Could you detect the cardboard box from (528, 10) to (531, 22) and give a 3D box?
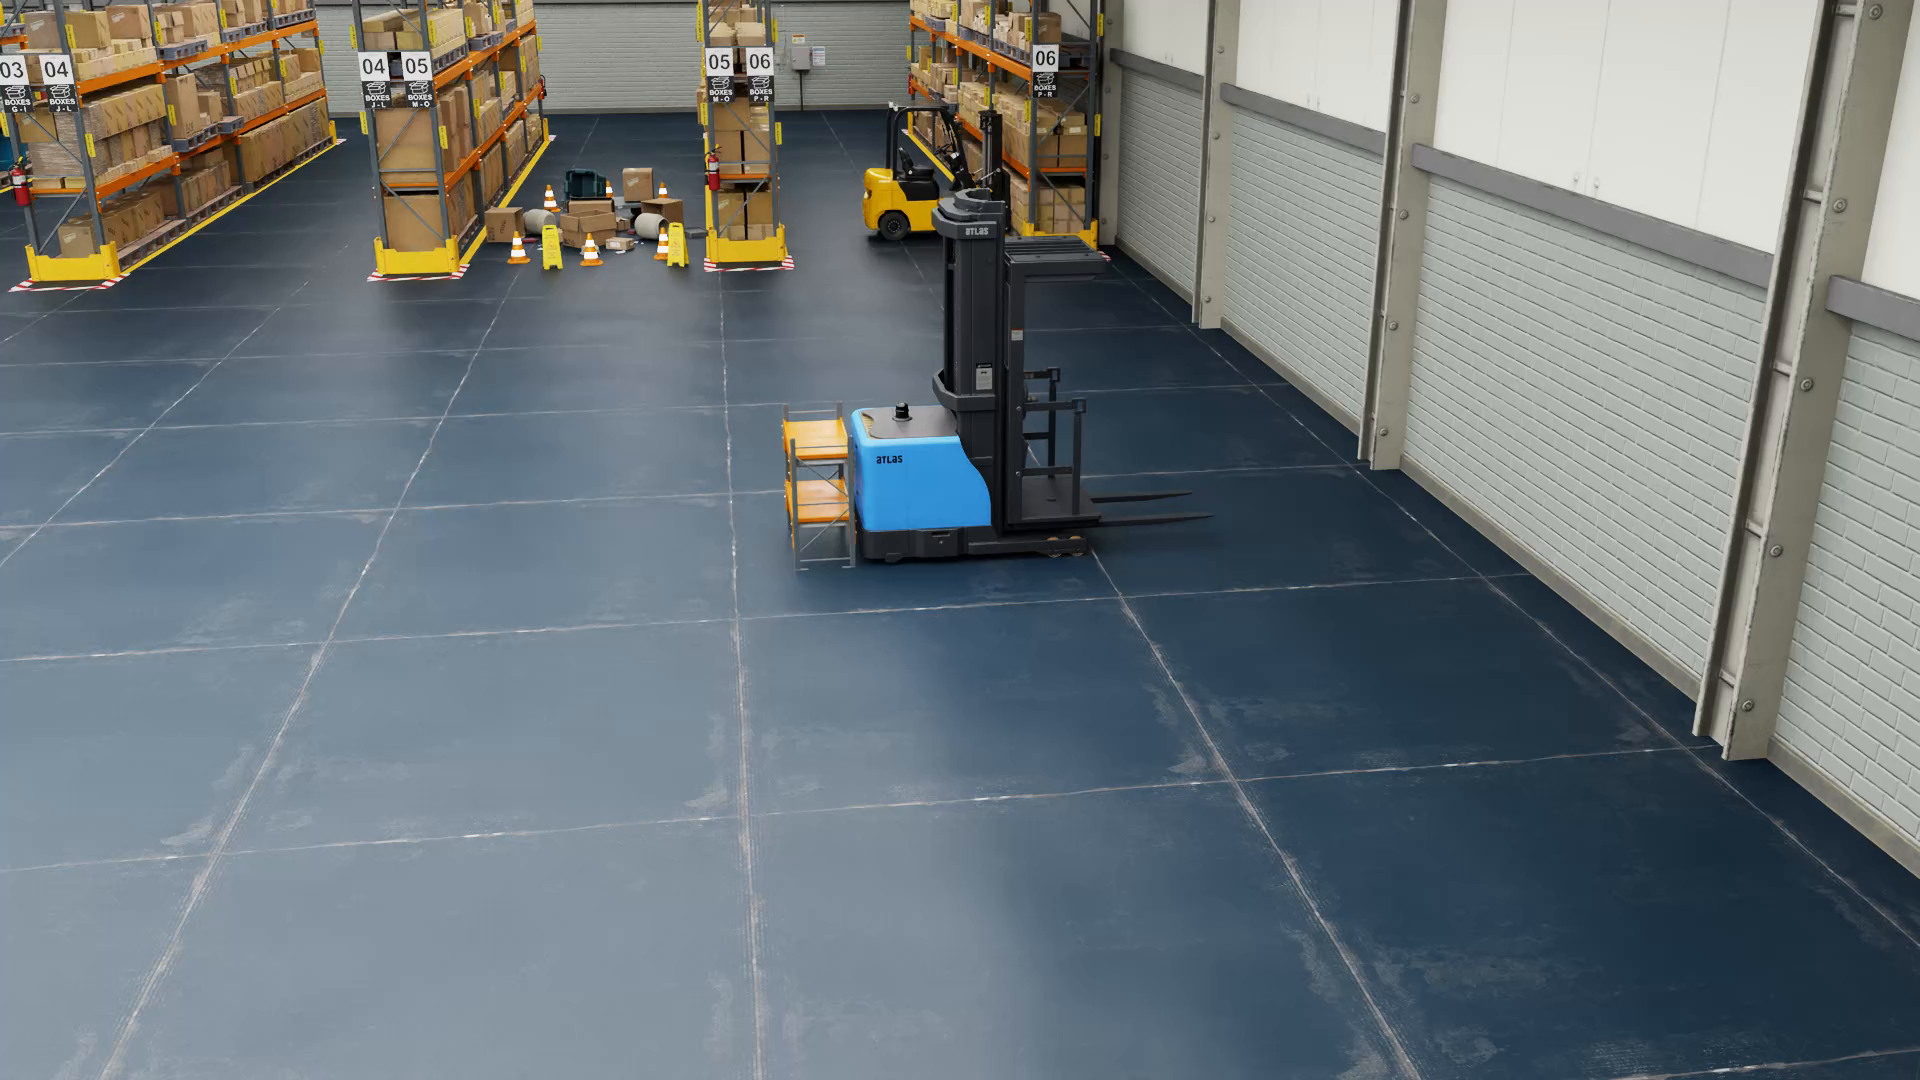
[{"bbox_3d":[-10.040,-11.874,37.721,0.500,0.250,0.500,-2,21,-5],"label":"cardboard box"}]

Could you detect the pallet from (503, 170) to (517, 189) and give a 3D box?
[{"bbox_3d":[-9.464,-7.226,33.336,1.003,0.211,1.213,-3,21,-8],"label":"pallet"}]

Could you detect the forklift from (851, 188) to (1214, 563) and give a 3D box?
[{"bbox_3d":[0.622,-1.407,13.869,3.031,2.935,1.130,-3,21,-8],"label":"forklift"}]

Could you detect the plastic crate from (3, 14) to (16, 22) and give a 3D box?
[{"bbox_3d":[-20.316,-11.133,35.694,0.437,0.282,0.530,-3,21,-8],"label":"plastic crate"}]

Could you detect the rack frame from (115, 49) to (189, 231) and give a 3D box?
[{"bbox_3d":[-13.699,-6.662,27.839,1.000,3.000,0.127,-3,21,-8],"label":"rack frame"}]

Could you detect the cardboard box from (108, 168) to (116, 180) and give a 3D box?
[{"bbox_3d":[-13.023,-5.530,25.168,0.380,0.149,0.250,-3,21,-8],"label":"cardboard box"}]

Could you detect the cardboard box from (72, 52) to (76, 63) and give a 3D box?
[{"bbox_3d":[-12.933,-6.905,23.849,0.380,0.149,0.250,-3,21,-8],"label":"cardboard box"}]

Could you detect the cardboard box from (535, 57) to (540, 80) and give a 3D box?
[{"bbox_3d":[-10.187,-11.075,39.088,0.500,0.500,0.500,-2,21,-7],"label":"cardboard box"}]

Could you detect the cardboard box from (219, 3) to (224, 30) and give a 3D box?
[{"bbox_3d":[-14.435,-9.904,31.486,0.797,0.503,0.637,-2,21,-5],"label":"cardboard box"}]

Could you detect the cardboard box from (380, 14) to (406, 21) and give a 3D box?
[{"bbox_3d":[-8.841,-8.111,25.910,0.380,0.149,0.250,-3,21,-8],"label":"cardboard box"}]

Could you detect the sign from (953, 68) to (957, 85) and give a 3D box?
[{"bbox_3d":[-0.094,-9.273,33.288,0.100,0.325,0.005,-3,21,-8],"label":"sign"}]

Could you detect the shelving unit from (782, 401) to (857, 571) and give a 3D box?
[{"bbox_3d":[-1.184,-0.467,13.933,0.538,1.125,1.048,-3,21,-8],"label":"shelving unit"}]

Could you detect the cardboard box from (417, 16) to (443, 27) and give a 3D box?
[{"bbox_3d":[-8.079,-7.880,25.291,0.380,0.149,0.250,-3,21,-9],"label":"cardboard box"}]

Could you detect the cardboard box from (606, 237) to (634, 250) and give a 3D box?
[{"bbox_3d":[-5.504,-4.793,26.910,0.380,0.149,0.250,8,22,20],"label":"cardboard box"}]

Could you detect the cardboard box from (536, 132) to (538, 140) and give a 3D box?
[{"bbox_3d":[-9.987,-9.371,38.568,0.380,0.149,0.250,-4,21,-10],"label":"cardboard box"}]

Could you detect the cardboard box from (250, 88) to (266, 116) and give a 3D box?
[{"bbox_3d":[-14.301,-8.804,33.433,0.500,0.500,0.500,-3,21,-8],"label":"cardboard box"}]

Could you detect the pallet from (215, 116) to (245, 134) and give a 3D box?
[{"bbox_3d":[-14.068,-7.715,30.934,1.213,0.211,1.003,-3,21,-8],"label":"pallet"}]

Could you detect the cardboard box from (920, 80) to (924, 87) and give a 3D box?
[{"bbox_3d":[-0.741,-10.784,39.235,0.380,0.149,0.250,-2,21,-7],"label":"cardboard box"}]

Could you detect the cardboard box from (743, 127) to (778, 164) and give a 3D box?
[{"bbox_3d":[-3.110,-6.141,25.876,0.500,0.500,0.500,-3,21,-9],"label":"cardboard box"}]

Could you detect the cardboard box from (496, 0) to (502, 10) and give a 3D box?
[{"bbox_3d":[-9.984,-11.159,34.849,0.700,0.500,0.500,-3,21,-8],"label":"cardboard box"}]

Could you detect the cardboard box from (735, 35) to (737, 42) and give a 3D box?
[{"bbox_3d":[-3.430,-8.144,27.311,0.500,0.250,0.500,-3,21,-9],"label":"cardboard box"}]

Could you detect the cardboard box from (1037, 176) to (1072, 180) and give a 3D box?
[{"bbox_3d":[1.576,-5.928,27.774,0.500,0.250,0.500,-3,21,-8],"label":"cardboard box"}]

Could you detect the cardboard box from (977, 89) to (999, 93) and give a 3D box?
[{"bbox_3d":[0.526,-8.492,31.670,0.380,0.149,0.250,-3,21,-8],"label":"cardboard box"}]

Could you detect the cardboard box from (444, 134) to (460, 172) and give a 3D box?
[{"bbox_3d":[-8.355,-6.078,26.062,0.875,0.550,0.550,-3,21,-8],"label":"cardboard box"}]

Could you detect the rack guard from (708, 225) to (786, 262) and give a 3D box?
[{"bbox_3d":[-3.327,-4.632,25.977,1.175,0.500,0.348,-3,21,-8],"label":"rack guard"}]

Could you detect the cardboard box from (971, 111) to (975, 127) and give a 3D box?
[{"bbox_3d":[0.486,-8.030,31.716,0.500,0.250,0.500,-2,21,-6],"label":"cardboard box"}]

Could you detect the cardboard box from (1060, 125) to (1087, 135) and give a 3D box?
[{"bbox_3d":[1.803,-6.509,26.361,0.380,0.149,0.250,-3,21,-9],"label":"cardboard box"}]

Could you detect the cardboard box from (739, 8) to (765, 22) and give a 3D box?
[{"bbox_3d":[-3.662,-9.322,29.574,0.500,0.250,0.500,-3,21,-9],"label":"cardboard box"}]

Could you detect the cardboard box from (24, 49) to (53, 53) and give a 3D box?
[{"bbox_3d":[-13.600,-7.150,24.503,0.380,0.149,0.250,-3,21,-7],"label":"cardboard box"}]

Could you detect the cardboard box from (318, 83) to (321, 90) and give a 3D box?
[{"bbox_3d":[-15.013,-10.502,38.481,0.380,0.149,0.250,-3,21,-7],"label":"cardboard box"}]

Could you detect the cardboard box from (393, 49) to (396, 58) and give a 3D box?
[{"bbox_3d":[-8.656,-7.297,24.869,0.380,0.149,0.250,-3,21,-7],"label":"cardboard box"}]

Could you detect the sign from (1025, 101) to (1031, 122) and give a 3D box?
[{"bbox_3d":[1.056,-6.659,25.839,0.100,0.325,0.005,-3,21,-8],"label":"sign"}]

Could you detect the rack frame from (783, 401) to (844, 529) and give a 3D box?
[{"bbox_3d":[-1.262,-0.643,14.404,0.500,1.125,0.032,-3,21,-8],"label":"rack frame"}]

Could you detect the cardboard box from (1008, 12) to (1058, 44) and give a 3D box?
[{"bbox_3d":[1.195,-8.430,27.397,0.797,0.503,0.637,-2,21,-6],"label":"cardboard box"}]

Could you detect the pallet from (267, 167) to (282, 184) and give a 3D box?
[{"bbox_3d":[-14.487,-7.438,33.904,1.003,0.211,1.213,-3,21,-8],"label":"pallet"}]

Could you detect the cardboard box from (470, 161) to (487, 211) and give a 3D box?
[{"bbox_3d":[-8.955,-6.230,29.299,1.050,0.750,0.750,-3,21,-8],"label":"cardboard box"}]

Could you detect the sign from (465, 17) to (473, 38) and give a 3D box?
[{"bbox_3d":[-8.227,-8.590,27.862,0.100,0.325,0.005,-3,21,-8],"label":"sign"}]

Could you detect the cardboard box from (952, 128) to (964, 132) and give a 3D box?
[{"bbox_3d":[0.026,-8.652,35.214,0.380,0.149,0.250,-3,21,-9],"label":"cardboard box"}]

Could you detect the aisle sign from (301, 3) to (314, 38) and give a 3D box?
[{"bbox_3d":[-15.142,-12.074,38.616,0.394,0.787,0.004,-3,21,-8],"label":"aisle sign"}]

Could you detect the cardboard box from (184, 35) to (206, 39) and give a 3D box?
[{"bbox_3d":[-13.810,-8.884,29.717,0.500,0.250,0.500,-2,21,-6],"label":"cardboard box"}]

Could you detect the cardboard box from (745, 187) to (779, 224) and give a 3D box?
[{"bbox_3d":[-3.163,-5.338,26.553,0.500,0.500,0.500,-4,21,-10],"label":"cardboard box"}]

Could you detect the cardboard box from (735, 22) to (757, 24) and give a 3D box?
[{"bbox_3d":[-3.631,-8.724,28.293,0.380,0.149,0.250,-2,21,-7],"label":"cardboard box"}]

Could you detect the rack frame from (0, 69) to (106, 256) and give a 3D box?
[{"bbox_3d":[-13.123,-5.277,24.131,1.000,3.000,0.127,-3,21,-8],"label":"rack frame"}]

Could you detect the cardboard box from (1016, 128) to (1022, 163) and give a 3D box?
[{"bbox_3d":[1.199,-6.412,27.028,0.500,0.500,0.500,-2,21,-6],"label":"cardboard box"}]

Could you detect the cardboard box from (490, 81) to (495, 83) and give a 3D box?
[{"bbox_3d":[-9.338,-9.059,33.166,0.380,0.149,0.250,-4,21,-10],"label":"cardboard box"}]

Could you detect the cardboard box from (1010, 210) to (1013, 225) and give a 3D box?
[{"bbox_3d":[1.089,-5.430,27.871,0.500,0.250,0.500,-3,21,-7],"label":"cardboard box"}]

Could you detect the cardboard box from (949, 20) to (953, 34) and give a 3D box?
[{"bbox_3d":[0.055,-10.472,33.969,0.500,0.250,0.500,-3,21,-8],"label":"cardboard box"}]

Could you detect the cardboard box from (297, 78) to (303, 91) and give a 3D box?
[{"bbox_3d":[-14.808,-10.028,36.641,0.500,0.250,0.500,-2,21,-6],"label":"cardboard box"}]

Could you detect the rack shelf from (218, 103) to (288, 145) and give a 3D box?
[{"bbox_3d":[-14.564,-8.402,33.527,1.077,0.370,4.000,-3,21,-8],"label":"rack shelf"}]

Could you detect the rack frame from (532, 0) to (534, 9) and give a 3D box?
[{"bbox_3d":[-10.506,-13.842,38.490,1.000,3.000,0.127,-3,21,-8],"label":"rack frame"}]

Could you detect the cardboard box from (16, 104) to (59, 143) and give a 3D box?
[{"bbox_3d":[-13.446,-6.109,24.363,0.500,0.500,0.500,-3,21,-8],"label":"cardboard box"}]

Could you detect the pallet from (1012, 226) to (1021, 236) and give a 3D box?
[{"bbox_3d":[1.444,-4.985,27.334,1.003,0.211,1.213,-3,21,-8],"label":"pallet"}]

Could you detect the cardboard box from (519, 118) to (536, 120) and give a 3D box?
[{"bbox_3d":[-10.062,-9.735,38.692,0.380,0.149,0.250,-4,21,-10],"label":"cardboard box"}]

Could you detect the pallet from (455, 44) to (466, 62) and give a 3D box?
[{"bbox_3d":[-8.669,-7.957,27.146,1.003,0.211,1.213,-3,21,-8],"label":"pallet"}]
